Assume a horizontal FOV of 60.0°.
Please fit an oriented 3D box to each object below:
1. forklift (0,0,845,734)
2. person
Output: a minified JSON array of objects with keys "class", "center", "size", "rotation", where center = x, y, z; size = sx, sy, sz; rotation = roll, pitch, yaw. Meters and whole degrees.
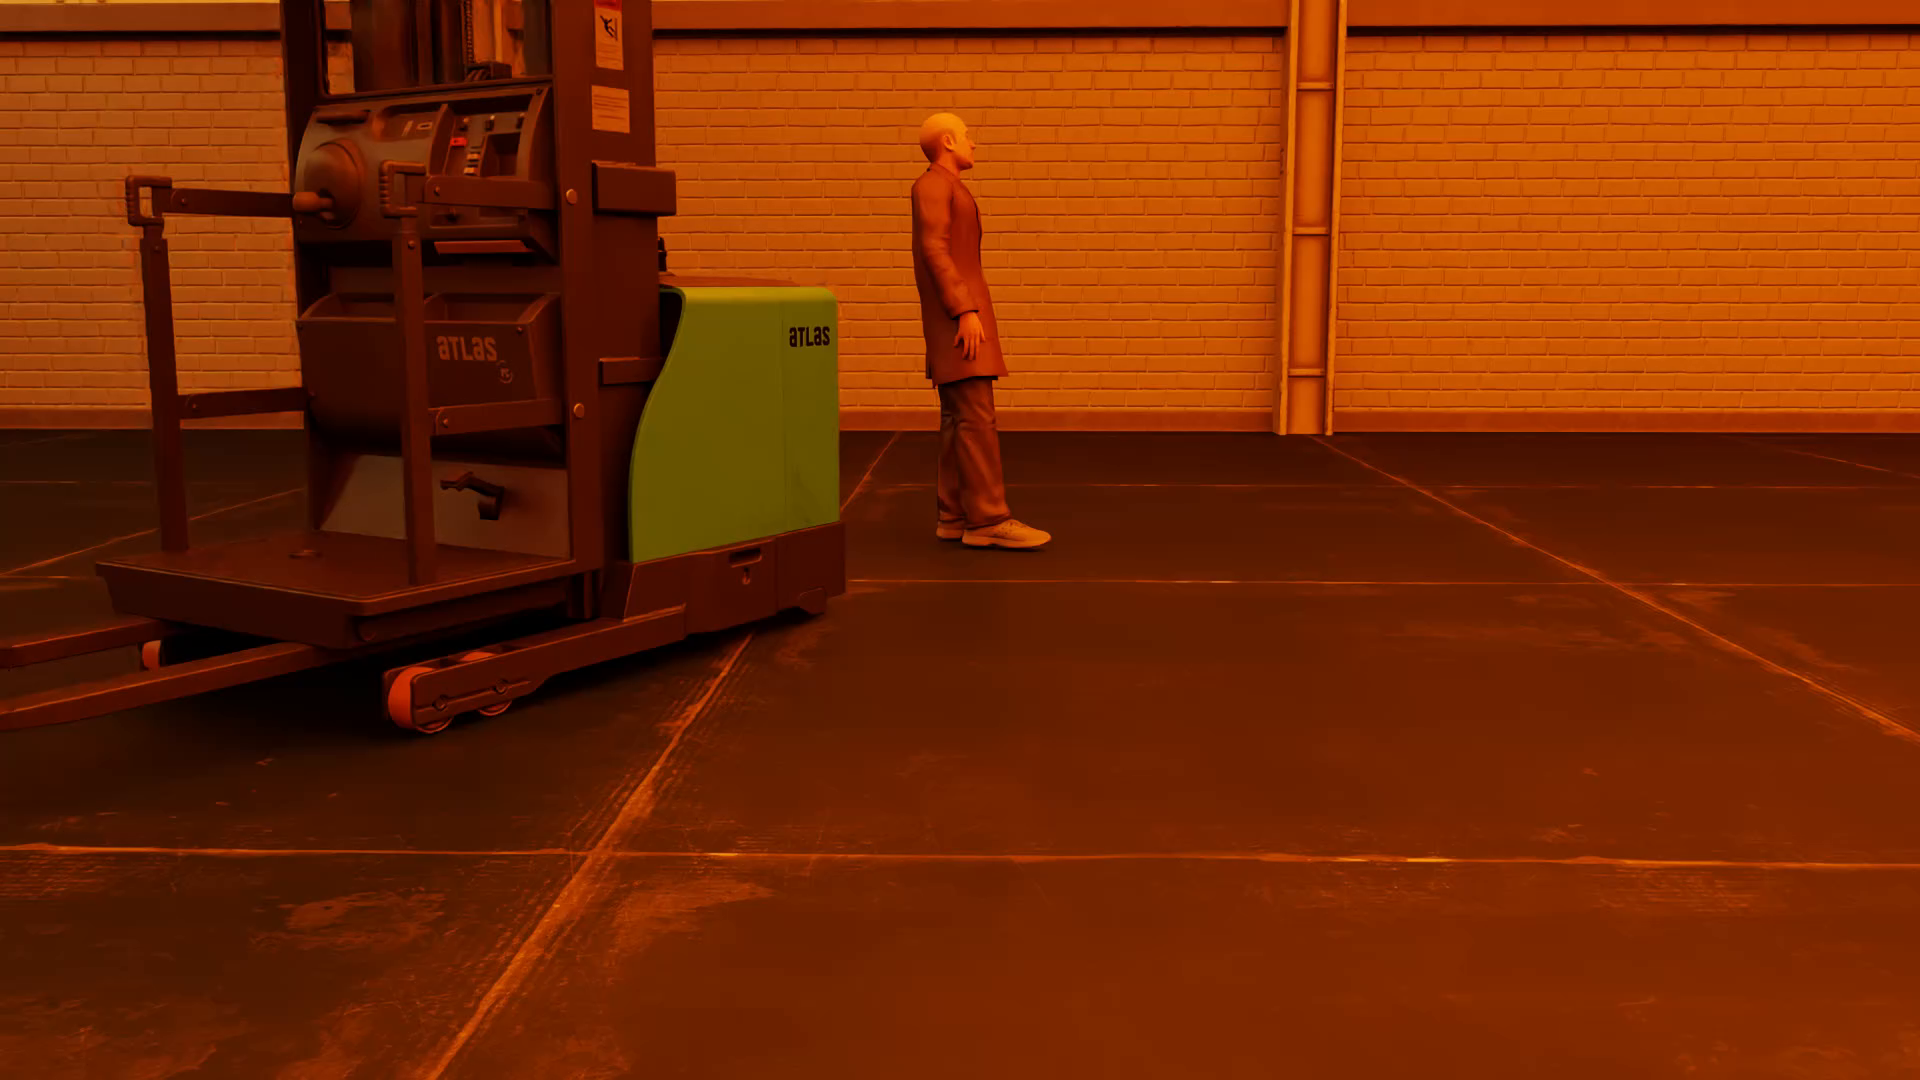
[{"class":"forklift","center":[-1.582,-1.057,4.339],"size":[1.130,2.935,3.031],"rotation":[5,10,31]},{"class":"person","center":[0.092,-0.885,6.986],"size":[0.579,1.778,0.698],"rotation":[0,9,1]}]
